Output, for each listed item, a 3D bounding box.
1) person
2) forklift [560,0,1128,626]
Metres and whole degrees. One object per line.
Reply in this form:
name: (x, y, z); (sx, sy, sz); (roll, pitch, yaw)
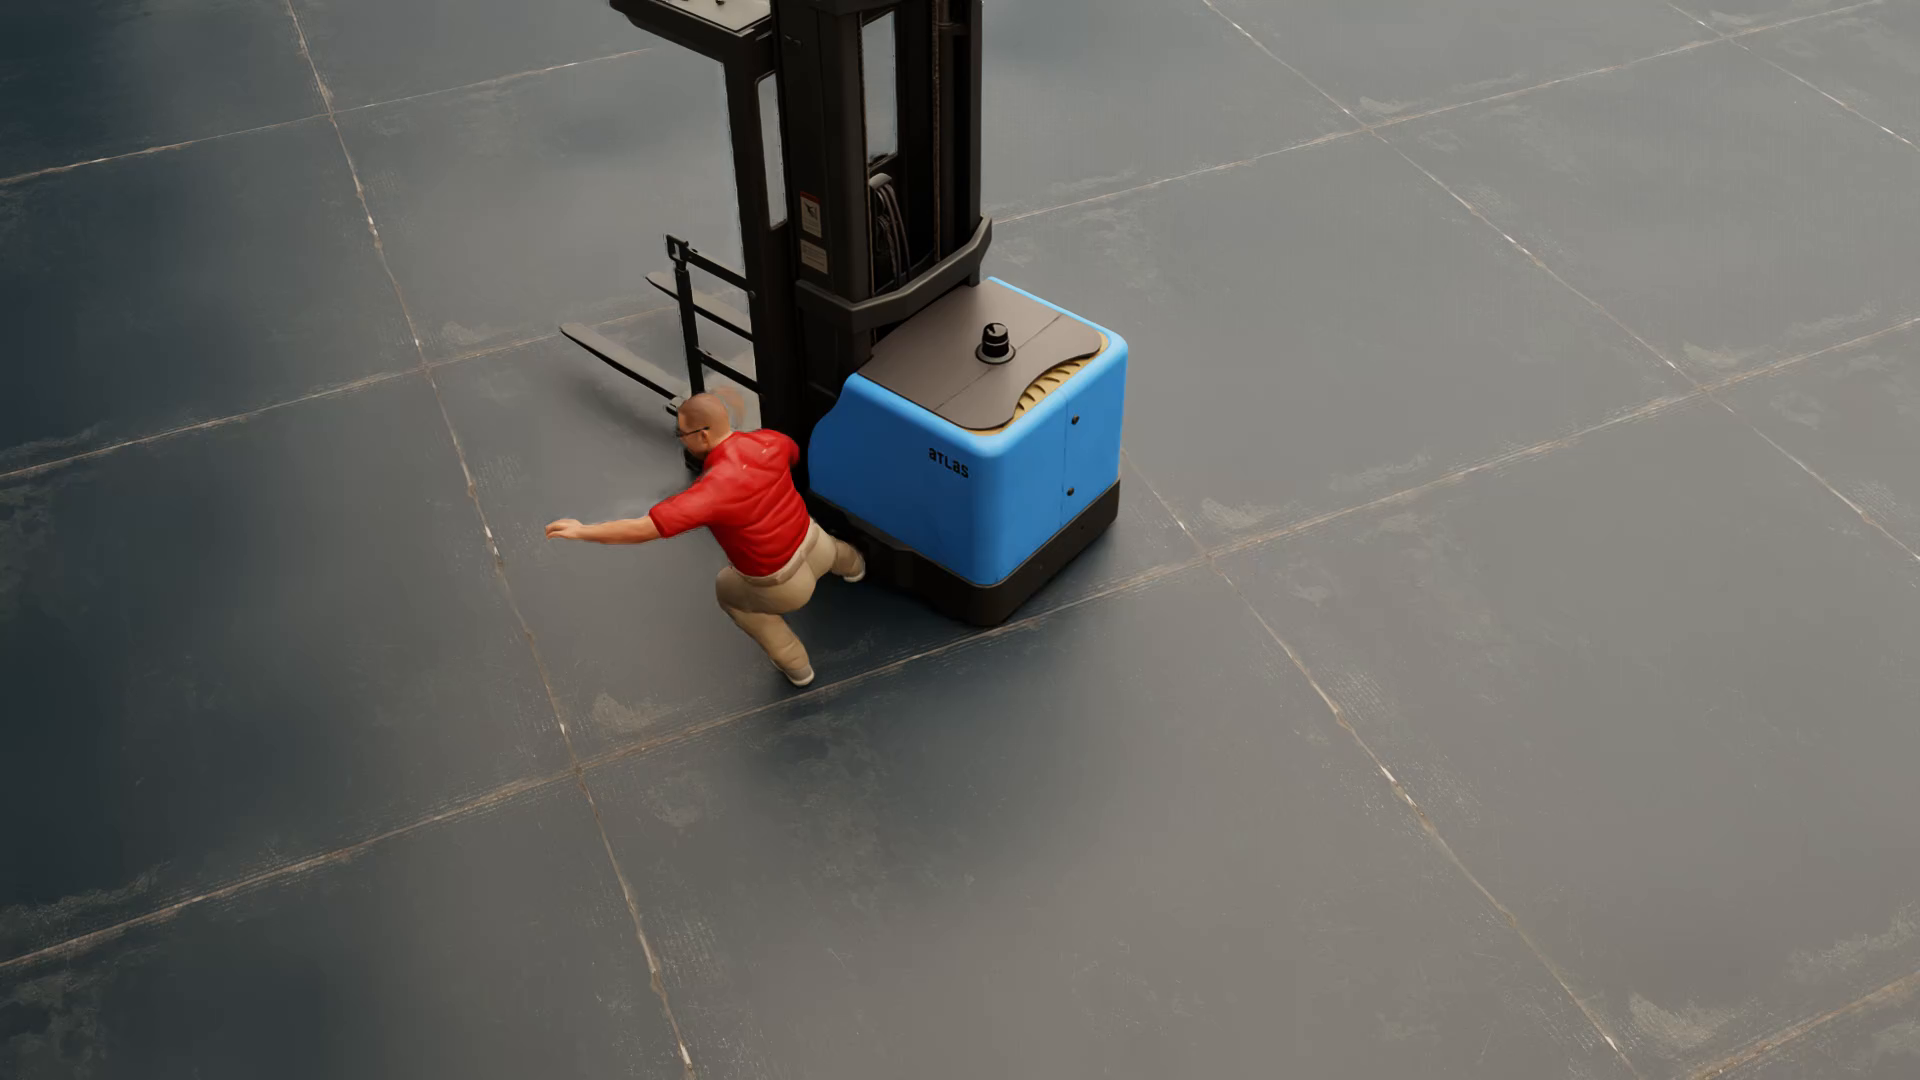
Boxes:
person: (-0.883, -0.080, 6.846); (0.852, 1.478, 1.441); (22, 47, 22)
forklift: (-0.714, -1.542, 7.332); (3.031, 2.935, 1.130); (29, 50, 28)
